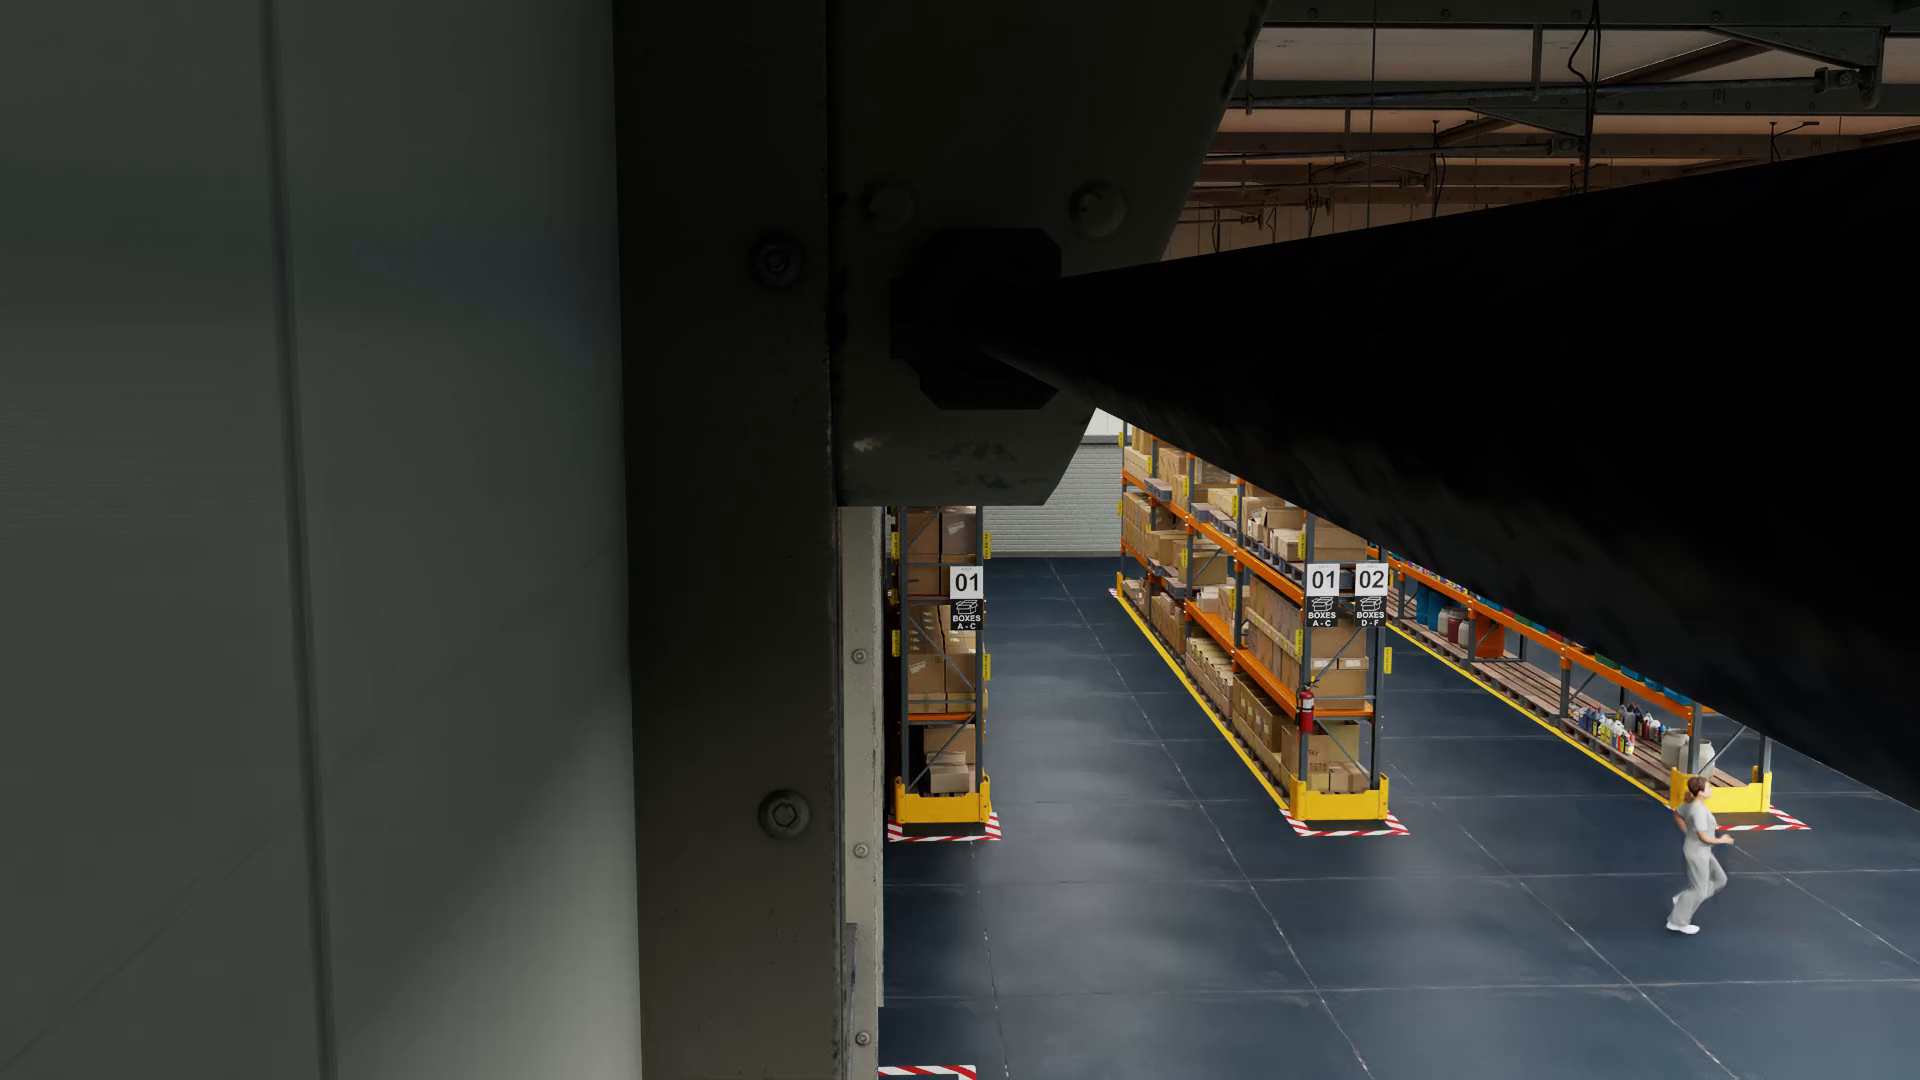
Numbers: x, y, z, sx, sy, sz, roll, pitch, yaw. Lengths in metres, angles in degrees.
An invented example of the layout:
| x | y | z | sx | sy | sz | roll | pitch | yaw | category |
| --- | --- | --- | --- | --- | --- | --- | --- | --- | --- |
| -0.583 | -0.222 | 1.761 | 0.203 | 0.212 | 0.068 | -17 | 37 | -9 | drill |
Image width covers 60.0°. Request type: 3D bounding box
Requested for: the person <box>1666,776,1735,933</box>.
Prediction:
| x | y | z | sx | sy | sz | roll | pitch | yaw | category |
| --- | --- | --- | --- | --- | --- | --- | --- | --- | --- |
| 7.487 | 3.172 | 16.782 | 0.582 | 1.633 | 0.549 | 2 | 8 | 17 | person |
